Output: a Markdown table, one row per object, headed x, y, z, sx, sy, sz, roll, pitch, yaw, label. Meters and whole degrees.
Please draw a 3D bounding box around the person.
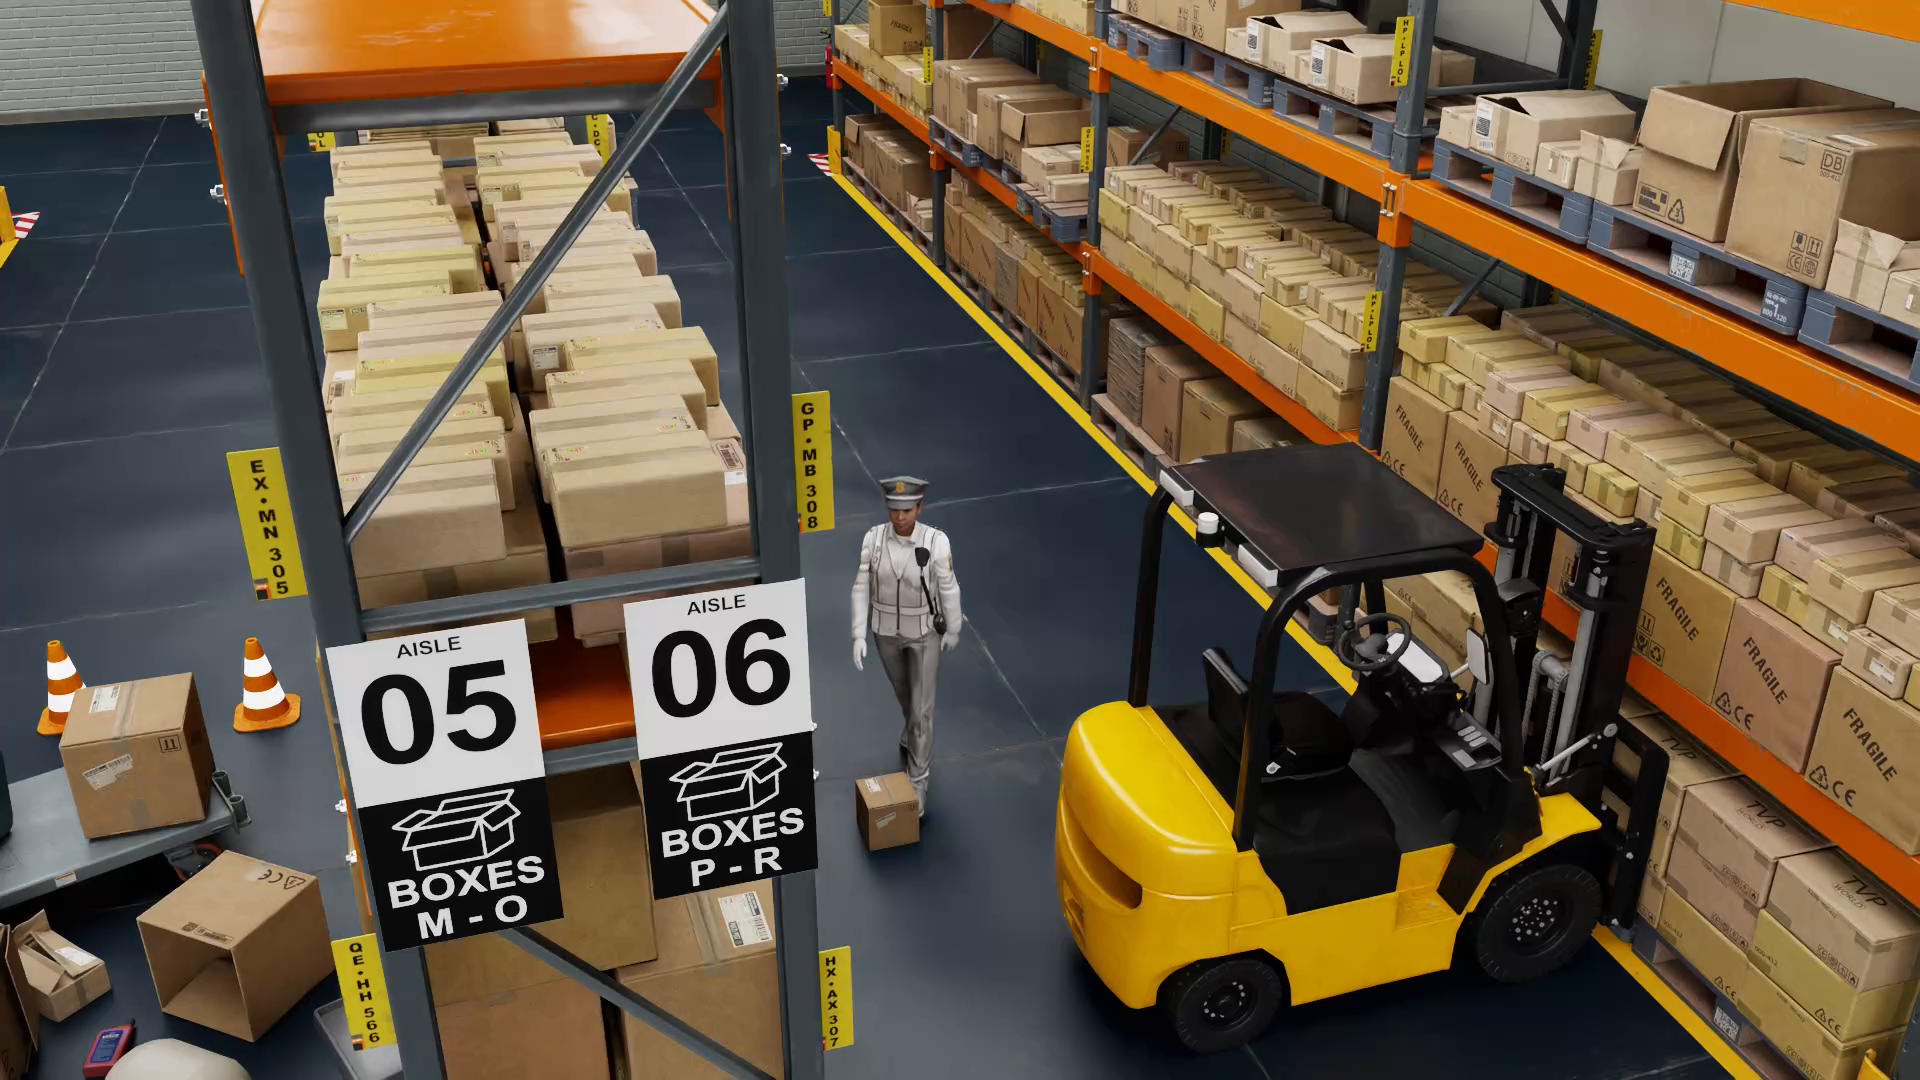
| x | y | z | sx | sy | sz | roll | pitch | yaw | label |
| --- | --- | --- | --- | --- | --- | --- | --- | --- | --- |
| -0.282 | 0.460 | 8.162 | 0.516 | 1.639 | 0.916 | 7 | 27 | 14 | person |
